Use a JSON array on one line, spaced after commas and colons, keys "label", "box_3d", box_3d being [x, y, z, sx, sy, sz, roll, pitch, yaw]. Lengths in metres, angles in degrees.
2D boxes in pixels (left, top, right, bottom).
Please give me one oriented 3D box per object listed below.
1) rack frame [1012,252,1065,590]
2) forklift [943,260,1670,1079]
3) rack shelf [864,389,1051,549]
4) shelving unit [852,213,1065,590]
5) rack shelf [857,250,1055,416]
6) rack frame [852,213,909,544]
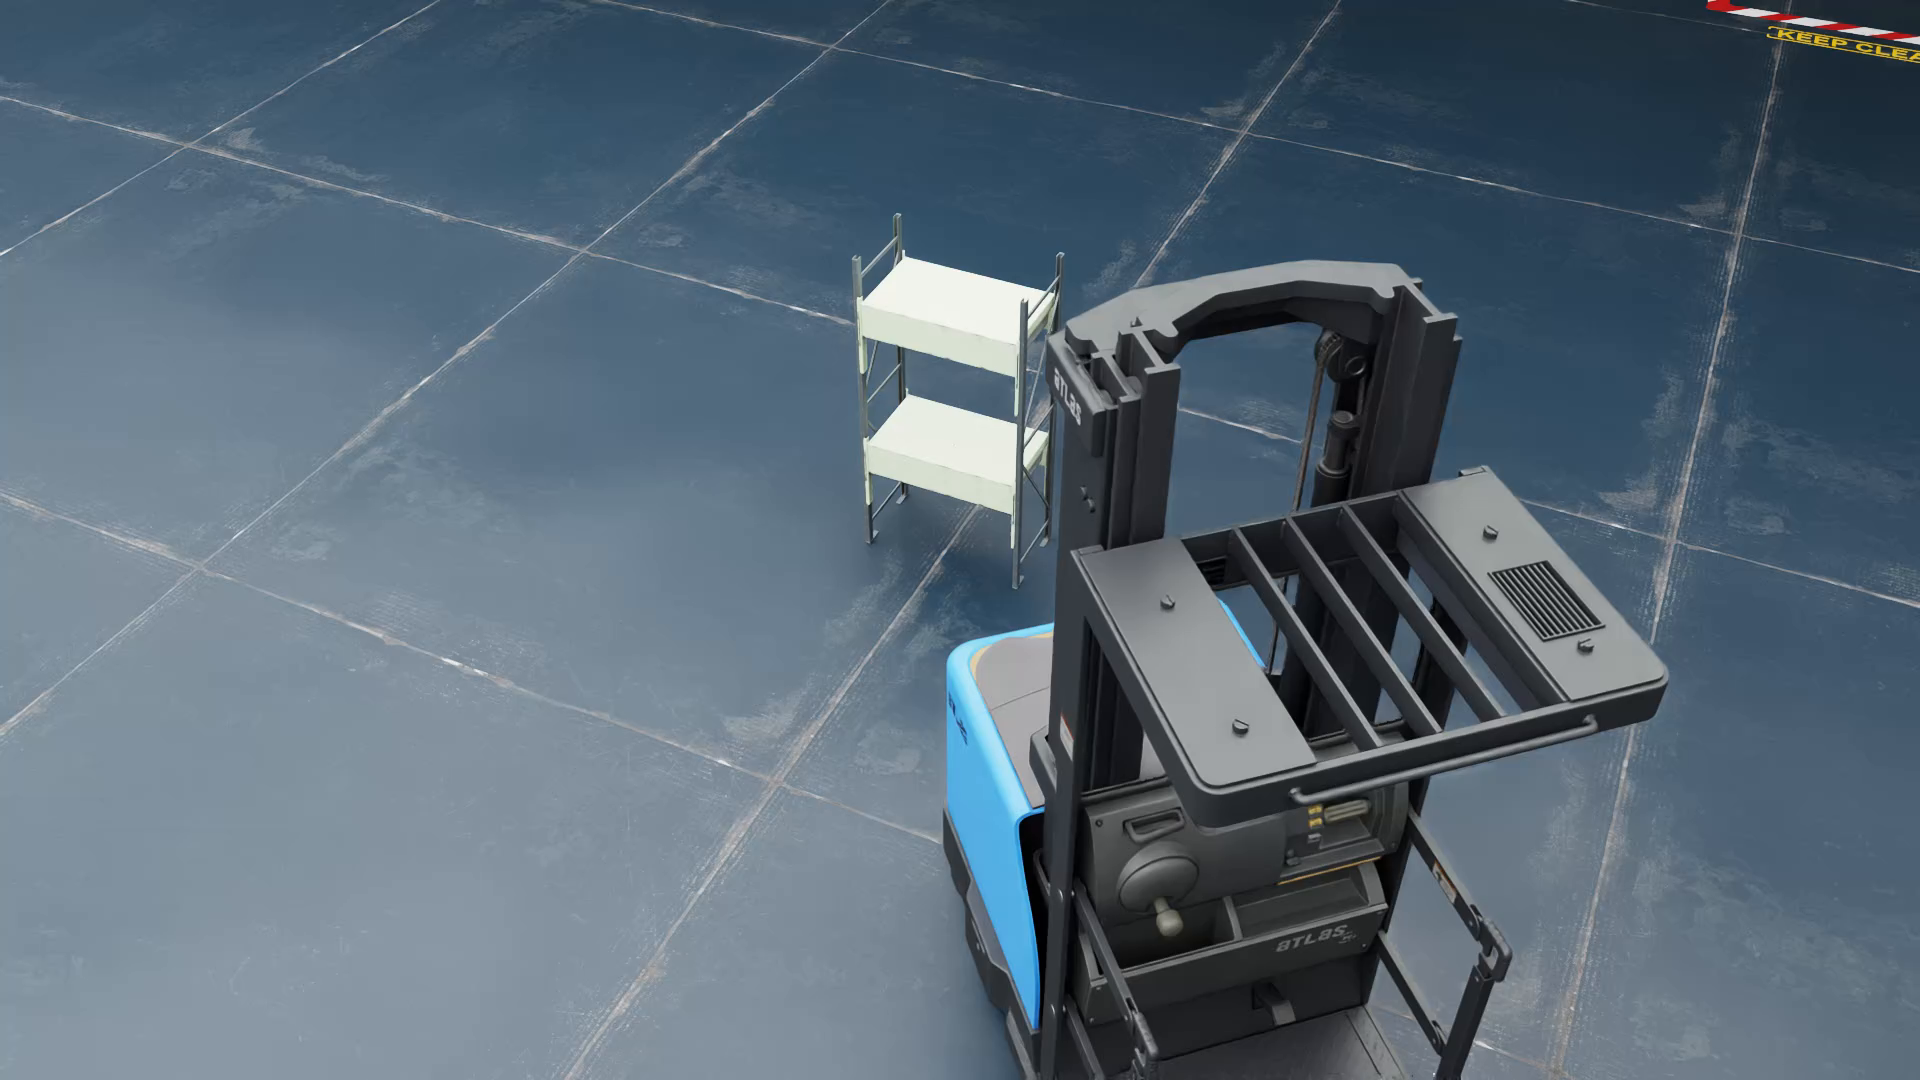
[{"label": "rack frame", "box_3d": [0.326, -0.467, 7.028, 0.023, 1.500, 0.400, 17, 44, 19]}, {"label": "forklift", "box_3d": [0.858, 0.887, 4.373, 1.130, 2.935, 3.031, -11, 42, -13]}, {"label": "rack shelf", "box_3d": [-0.006, -0.322, 7.358, 0.720, 0.370, 0.431, 17, 44, 19]}, {"label": "shelving unit", "box_3d": [-0.006, -0.569, 7.145, 0.755, 1.500, 0.431, 17, 44, 19]}, {"label": "rack shelf", "box_3d": [-0.006, -0.863, 6.889, 0.720, 0.370, 0.431, 17, 44, 19]}, {"label": "rack frame", "box_3d": [-0.338, -0.670, 7.262, 0.023, 1.500, 0.400, 17, 44, 19]}]
